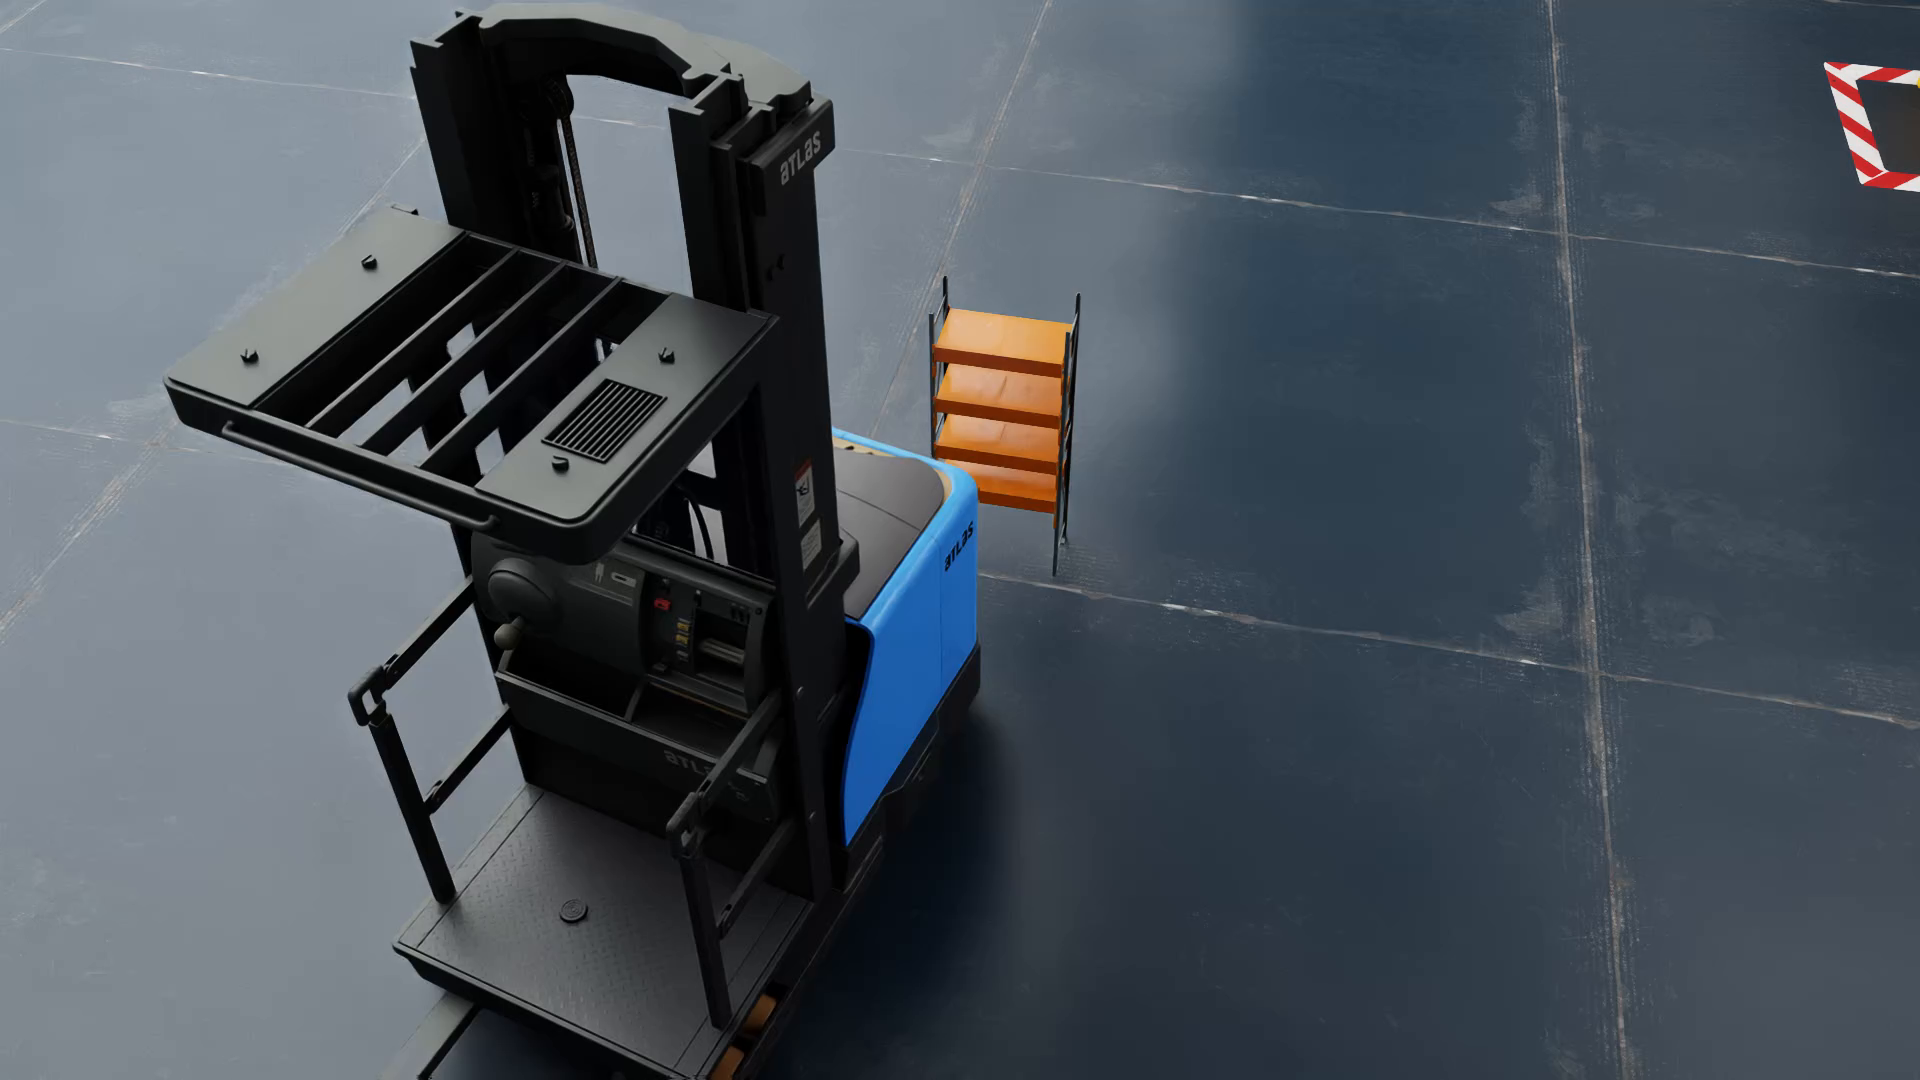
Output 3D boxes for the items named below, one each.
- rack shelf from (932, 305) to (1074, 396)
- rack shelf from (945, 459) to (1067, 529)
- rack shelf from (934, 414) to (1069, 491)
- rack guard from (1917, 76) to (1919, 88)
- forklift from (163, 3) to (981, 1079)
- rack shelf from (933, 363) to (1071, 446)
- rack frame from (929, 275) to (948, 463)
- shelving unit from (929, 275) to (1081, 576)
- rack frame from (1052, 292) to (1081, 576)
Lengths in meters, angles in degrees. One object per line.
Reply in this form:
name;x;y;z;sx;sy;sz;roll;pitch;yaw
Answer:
rack shelf;0.162;-0.690;6.035;0.480;0.148;0.258;9;45;9
rack shelf;0.162;-0.216;6.492;0.480;0.148;0.258;9;45;9
rack shelf;0.162;-0.359;6.355;0.480;0.148;0.258;9;45;9
rack guard;5.492;-2.399;8.881;0.348;0.500;1.175;9;45;9
forklift;-1.018;0.275;4.351;1.130;2.935;3.031;18;47;18
rack shelf;0.162;-0.520;6.199;0.480;0.148;0.258;9;45;9
rack frame;-0.077;-0.444;6.346;0.015;1.200;0.240;9;45;9
shelving unit;0.162;-0.407;6.308;0.503;1.200;0.258;9;45;9
rack frame;0.400;-0.370;6.269;0.015;1.200;0.240;9;45;9
